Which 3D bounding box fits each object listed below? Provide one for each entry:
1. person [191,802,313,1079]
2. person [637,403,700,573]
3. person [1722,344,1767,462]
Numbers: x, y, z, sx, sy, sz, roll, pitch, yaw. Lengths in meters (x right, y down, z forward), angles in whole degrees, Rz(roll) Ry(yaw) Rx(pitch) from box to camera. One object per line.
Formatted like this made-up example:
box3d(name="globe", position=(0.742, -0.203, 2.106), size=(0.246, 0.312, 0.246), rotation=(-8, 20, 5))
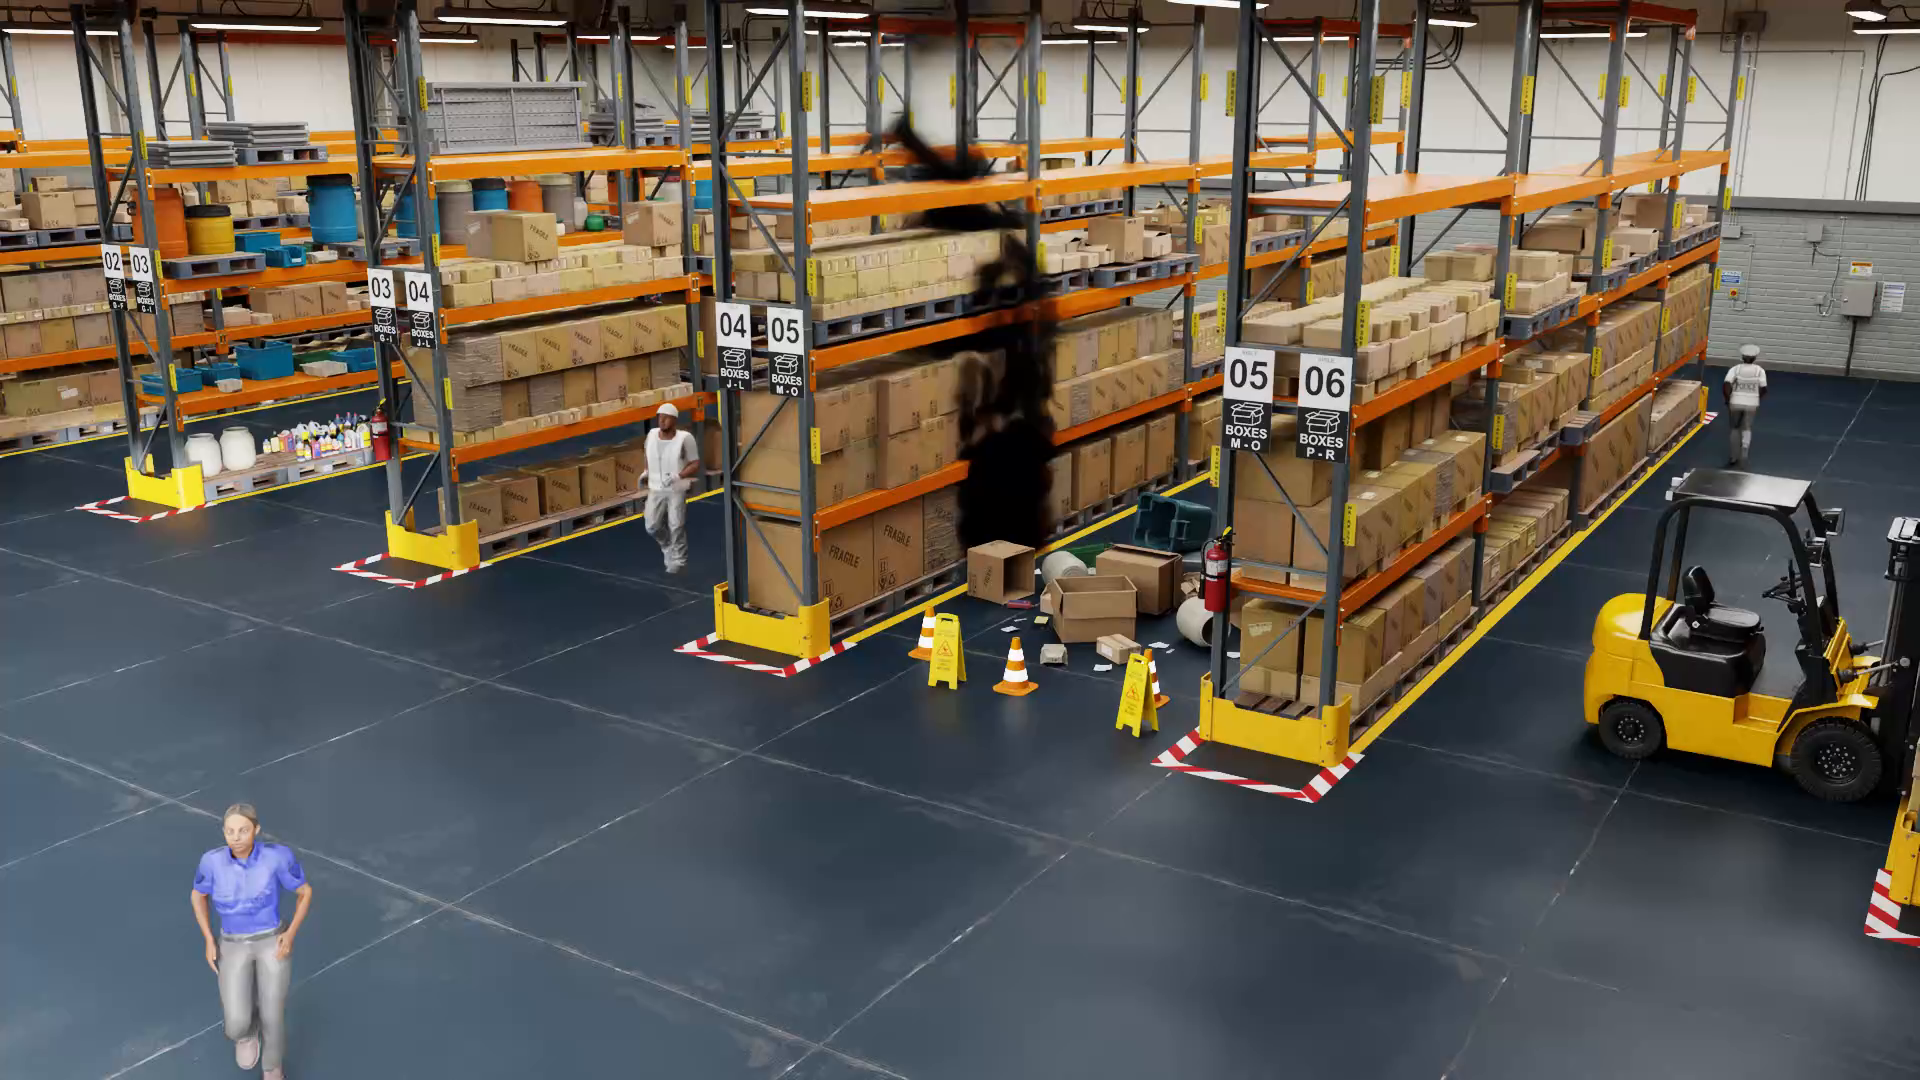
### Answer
box3d(name="person", position=(-3.640, 2.117, 8.614), size=(0.591, 1.625, 0.552), rotation=(-5, 16, -18))
box3d(name="person", position=(-2.943, -0.496, 16.666), size=(0.680, 1.751, 0.580), rotation=(4, 16, 15))
box3d(name="person", position=(10.681, -1.817, 22.696), size=(0.565, 1.669, 0.761), rotation=(7, 17, 24))
